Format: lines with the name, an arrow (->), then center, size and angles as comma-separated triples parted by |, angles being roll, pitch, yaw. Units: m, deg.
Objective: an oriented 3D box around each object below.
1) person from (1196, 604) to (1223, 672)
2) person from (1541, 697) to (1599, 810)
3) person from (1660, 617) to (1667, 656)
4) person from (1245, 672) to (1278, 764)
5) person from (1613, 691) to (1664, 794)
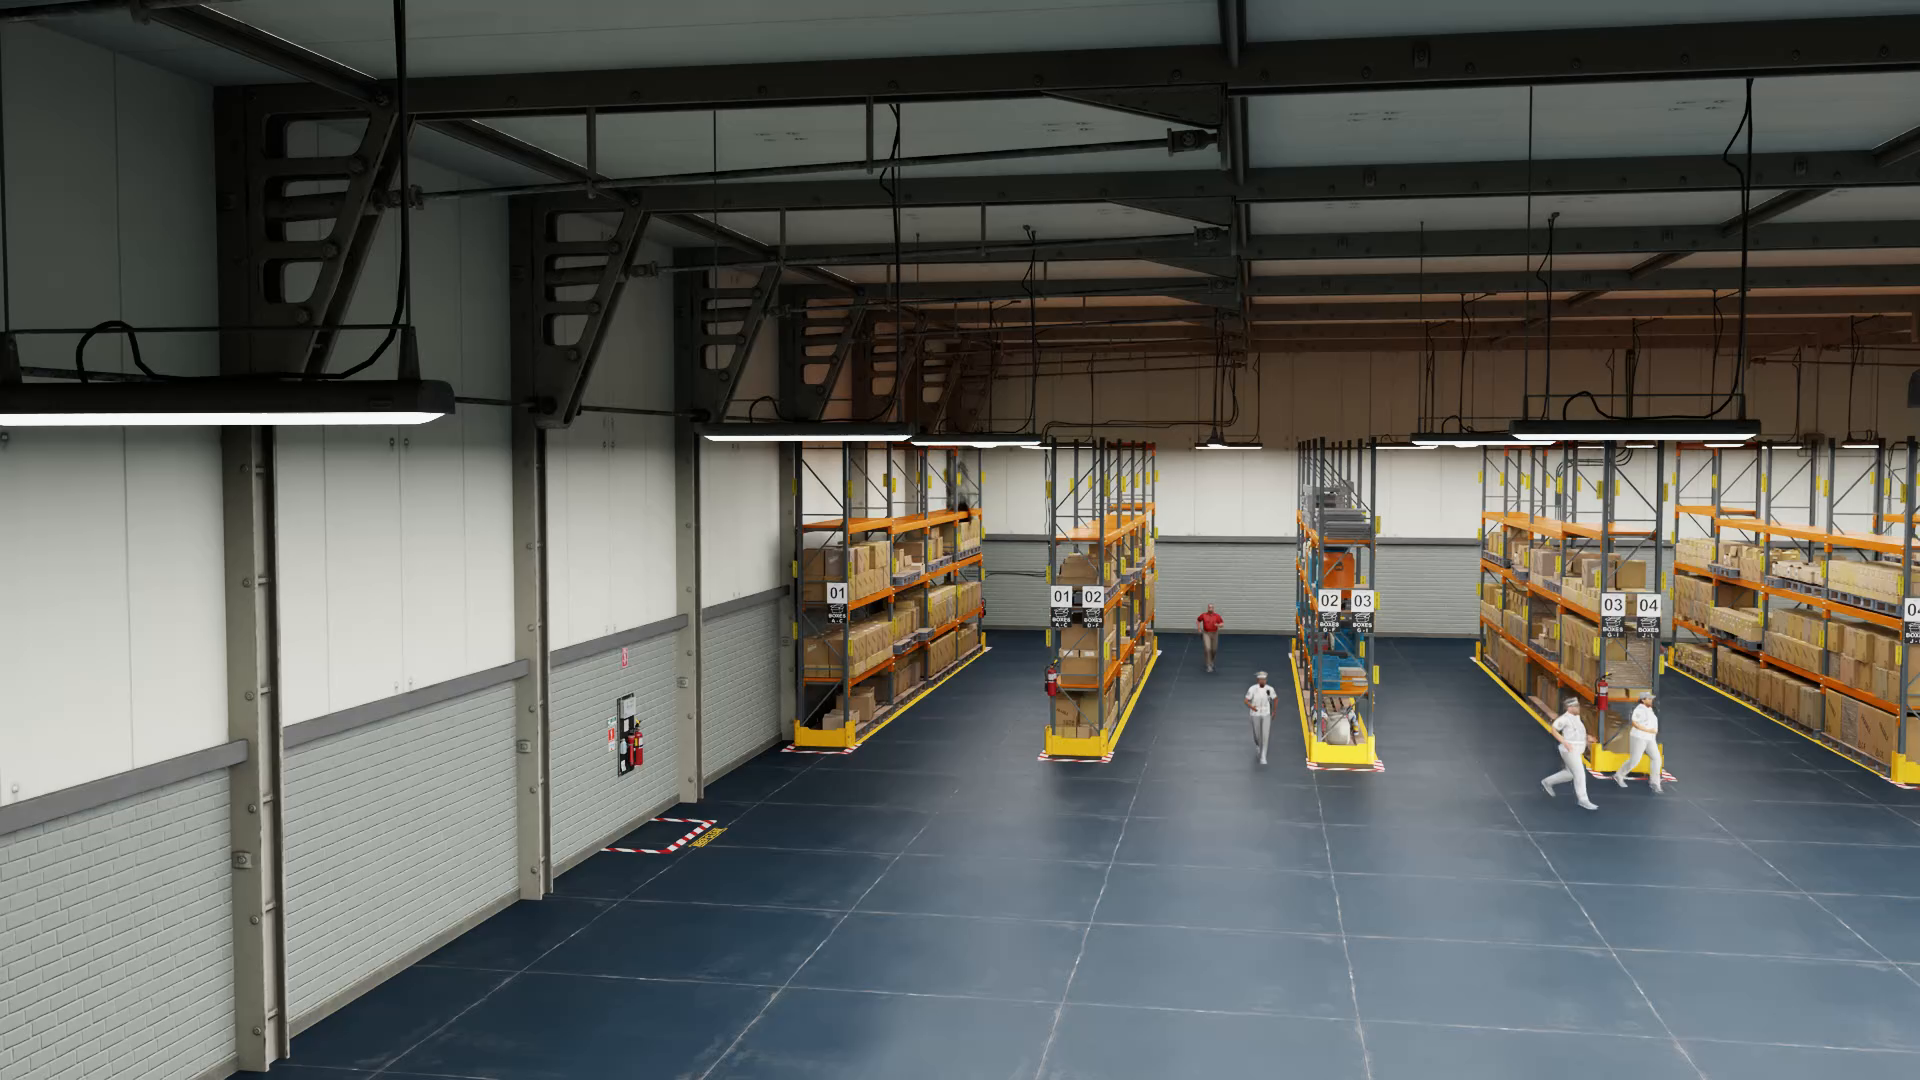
person -> 6.568, 2.535, 43.578 | 0.658, 1.732, 0.952 | 0, 3, -4
person -> 9.869, 3.418, 26.895 | 0.941, 1.790, 0.664 | 2, 4, 36
person -> 19.030, 2.490, 45.570 | 0.916, 1.650, 0.604 | -1, 3, -12
person -> 5.590, 3.268, 30.859 | 0.617, 1.697, 0.784 | 0, 3, 9
person -> 11.562, 3.407, 28.160 | 0.647, 1.695, 0.853 | -2, 4, -38
